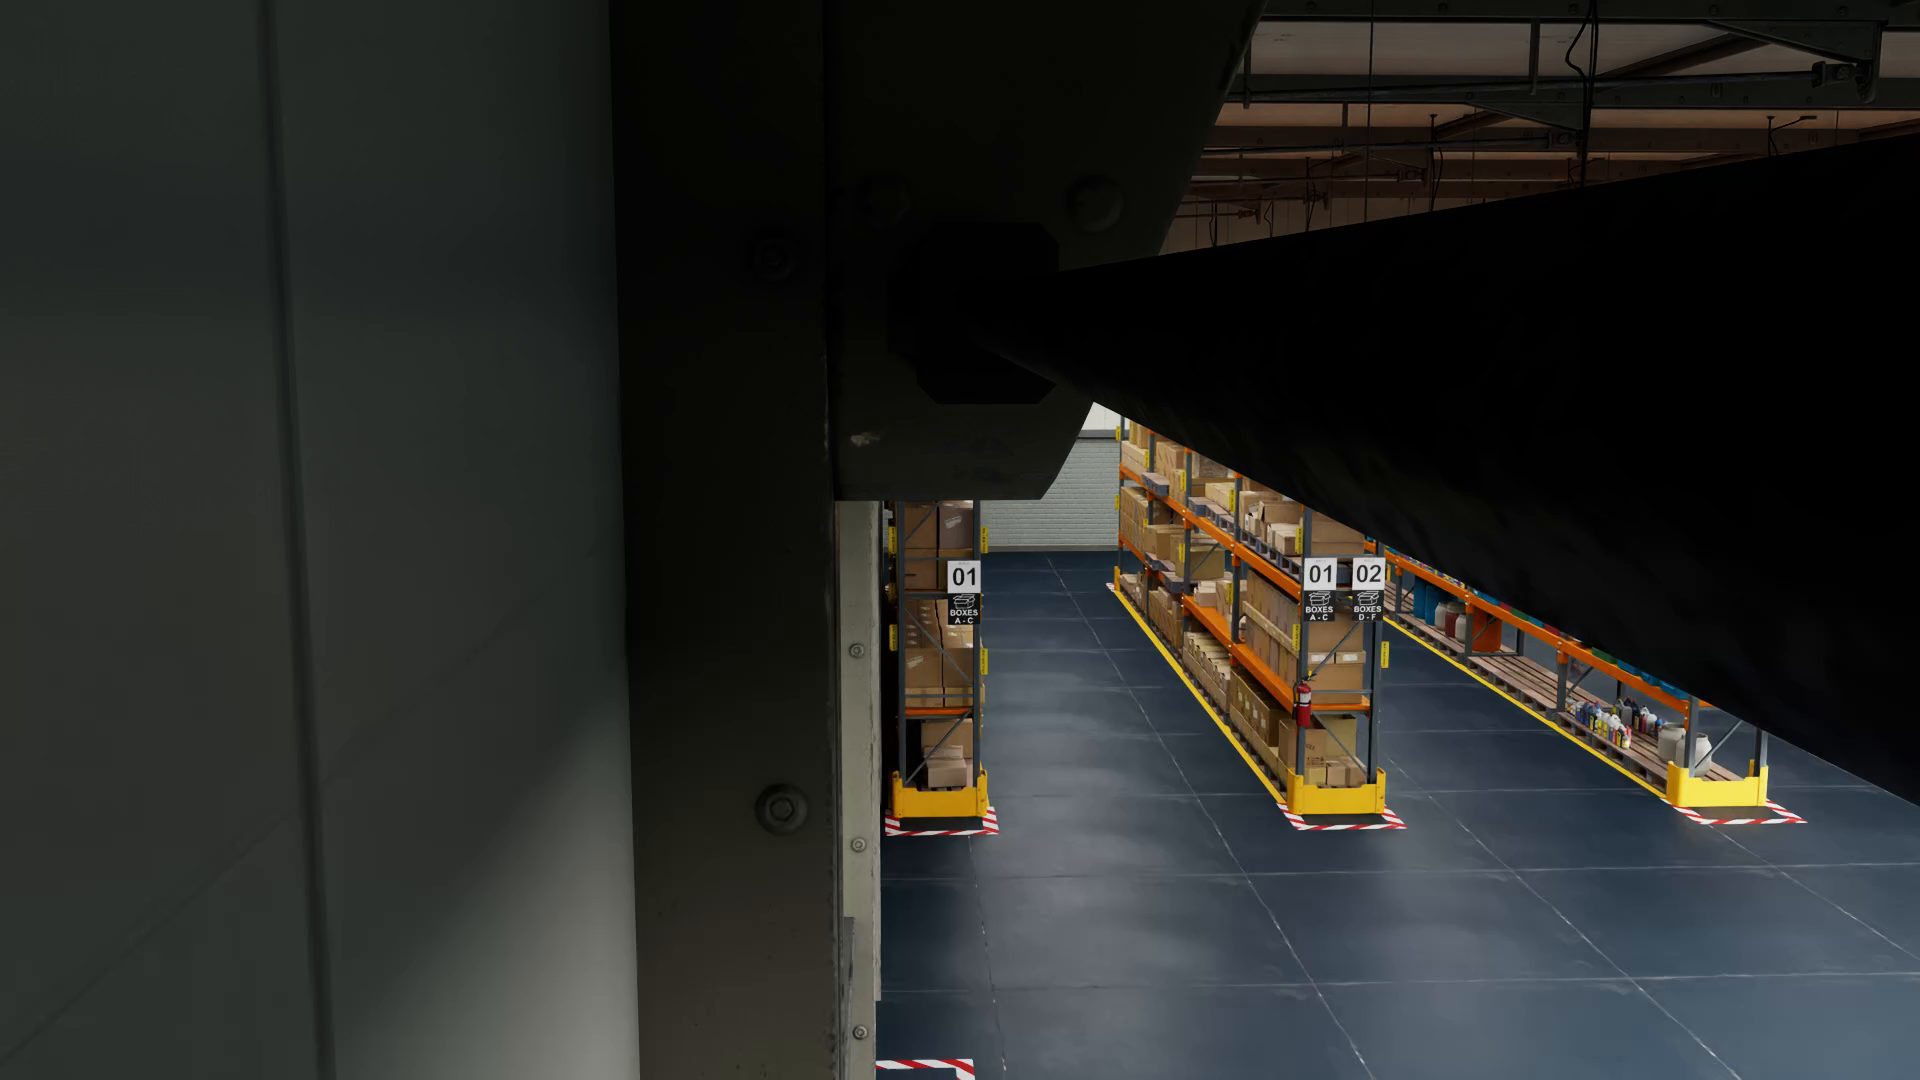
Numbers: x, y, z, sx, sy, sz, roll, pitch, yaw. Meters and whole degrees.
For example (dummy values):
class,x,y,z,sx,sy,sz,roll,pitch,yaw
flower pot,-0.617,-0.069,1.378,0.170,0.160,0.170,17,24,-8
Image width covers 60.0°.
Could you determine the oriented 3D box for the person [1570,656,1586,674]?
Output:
class,x,y,z,sx,sy,sz,roll,pitch,yaw
person,10.538,1.463,28.147,0.439,1.662,0.541,-1,8,-7
